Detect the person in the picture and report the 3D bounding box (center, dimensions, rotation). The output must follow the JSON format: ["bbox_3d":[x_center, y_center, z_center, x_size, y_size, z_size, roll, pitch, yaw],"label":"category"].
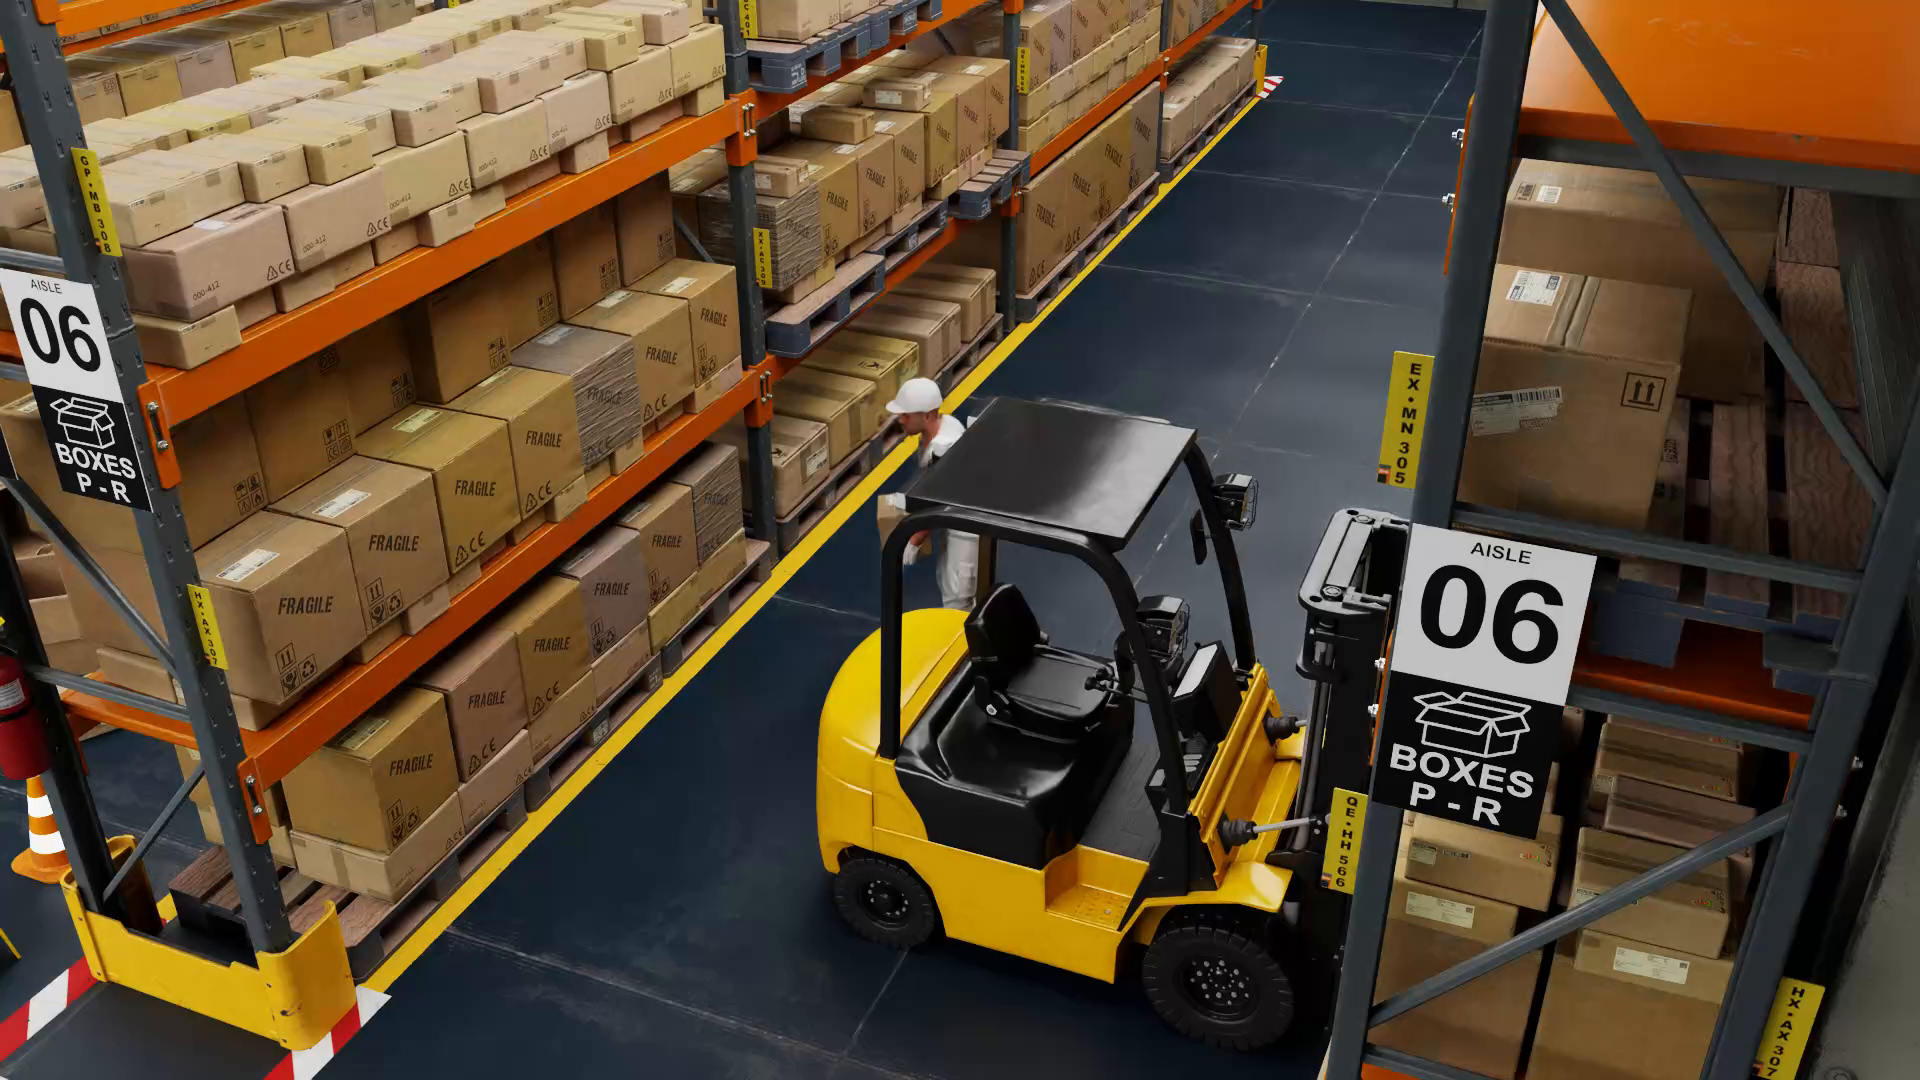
[{"bbox_3d":[-0.089,-0.042,8.513,0.615,1.726,0.496,-4,30,-7],"label":"person"}]
